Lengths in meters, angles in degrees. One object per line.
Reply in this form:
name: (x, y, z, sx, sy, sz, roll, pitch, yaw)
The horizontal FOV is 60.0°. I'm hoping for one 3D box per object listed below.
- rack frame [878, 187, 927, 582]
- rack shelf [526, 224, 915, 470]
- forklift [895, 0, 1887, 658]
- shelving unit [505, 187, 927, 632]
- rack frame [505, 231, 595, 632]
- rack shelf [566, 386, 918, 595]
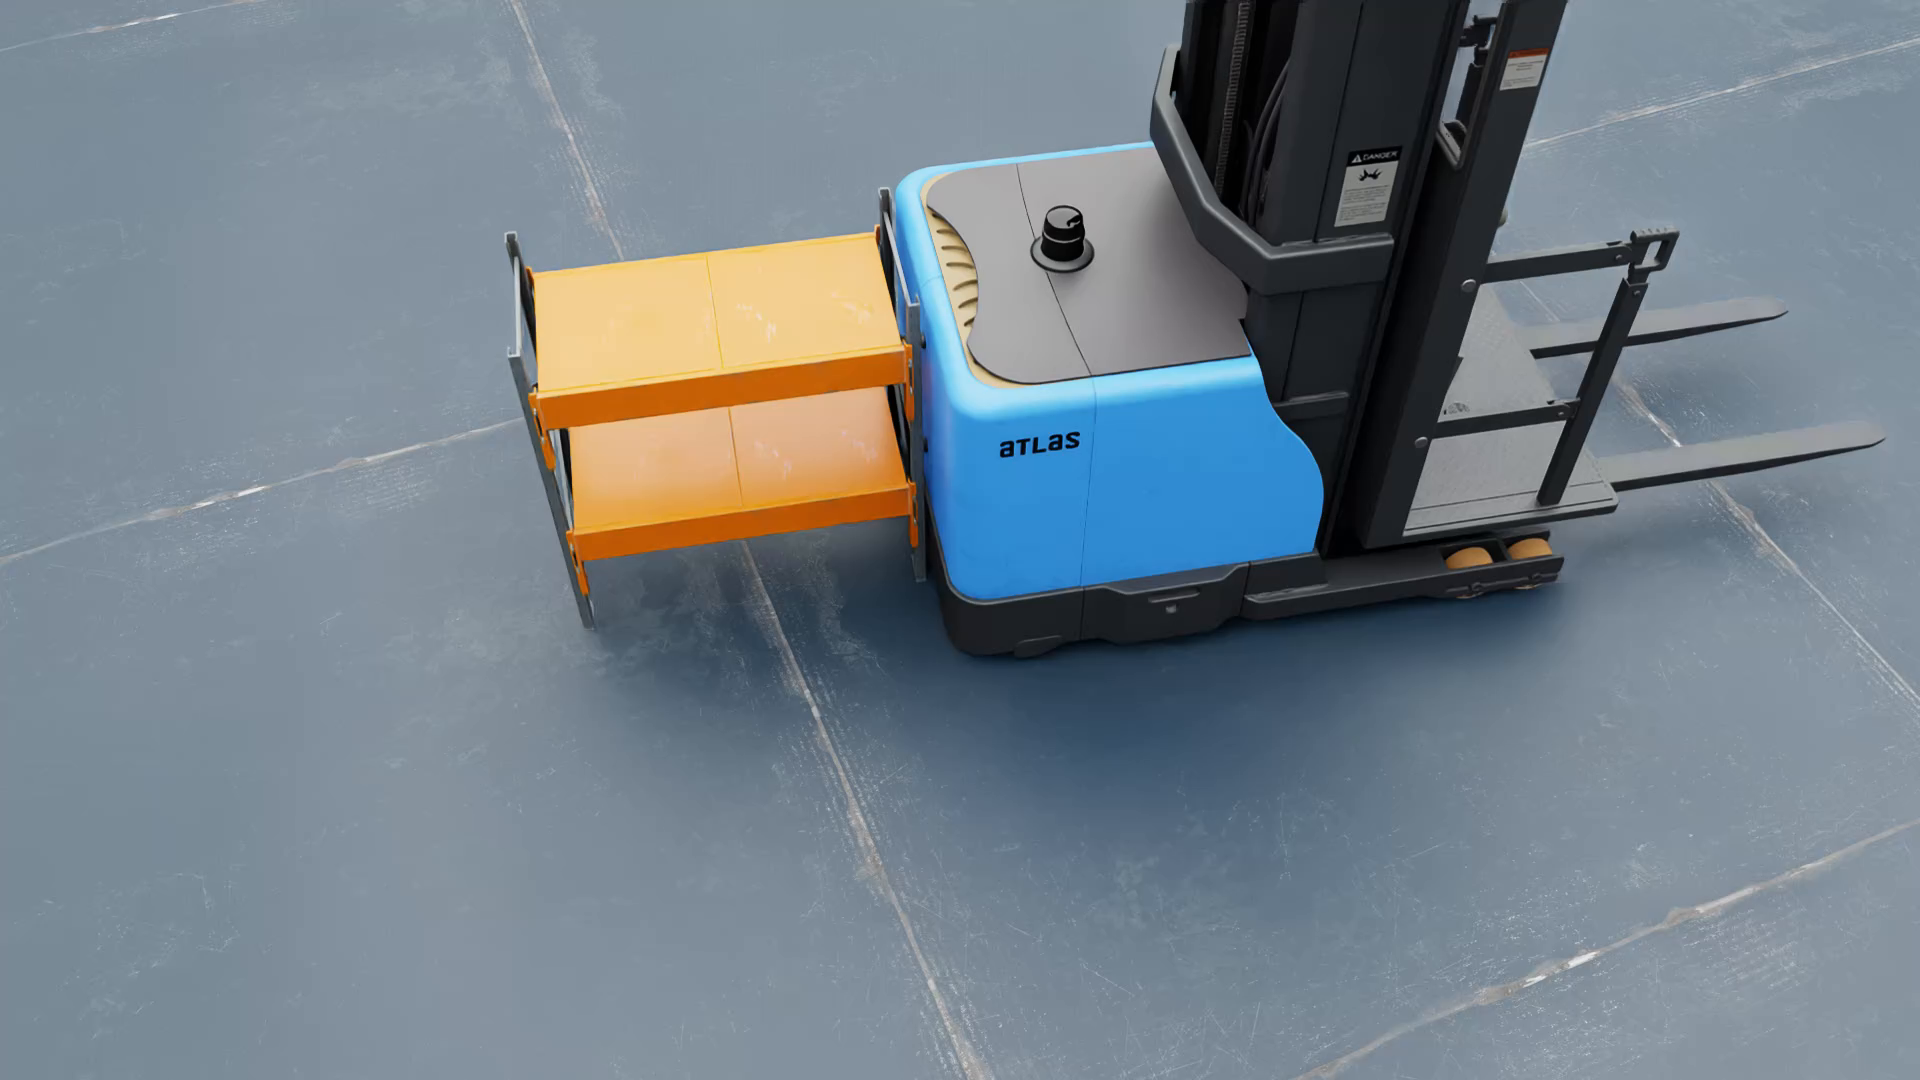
rack frame: (-0.165, -0.424, 4.872, 0.032, 1.125, 0.500, -8, 50, -7)
rack shelf: (-0.664, -0.542, 4.588, 1.000, 0.278, 0.538, -8, 50, -7)
forklift: (1.370, -1.164, 4.318, 3.031, 2.935, 1.130, -8, 50, -7)
shelving unit: (-0.664, -0.351, 4.810, 1.048, 1.125, 0.538, -8, 50, -7)
rack frame: (-1.164, -0.278, 4.747, 0.032, 1.125, 0.500, -8, 50, -7)
rack shelf: (-0.664, -0.192, 4.995, 1.000, 0.278, 0.538, -8, 50, -7)
